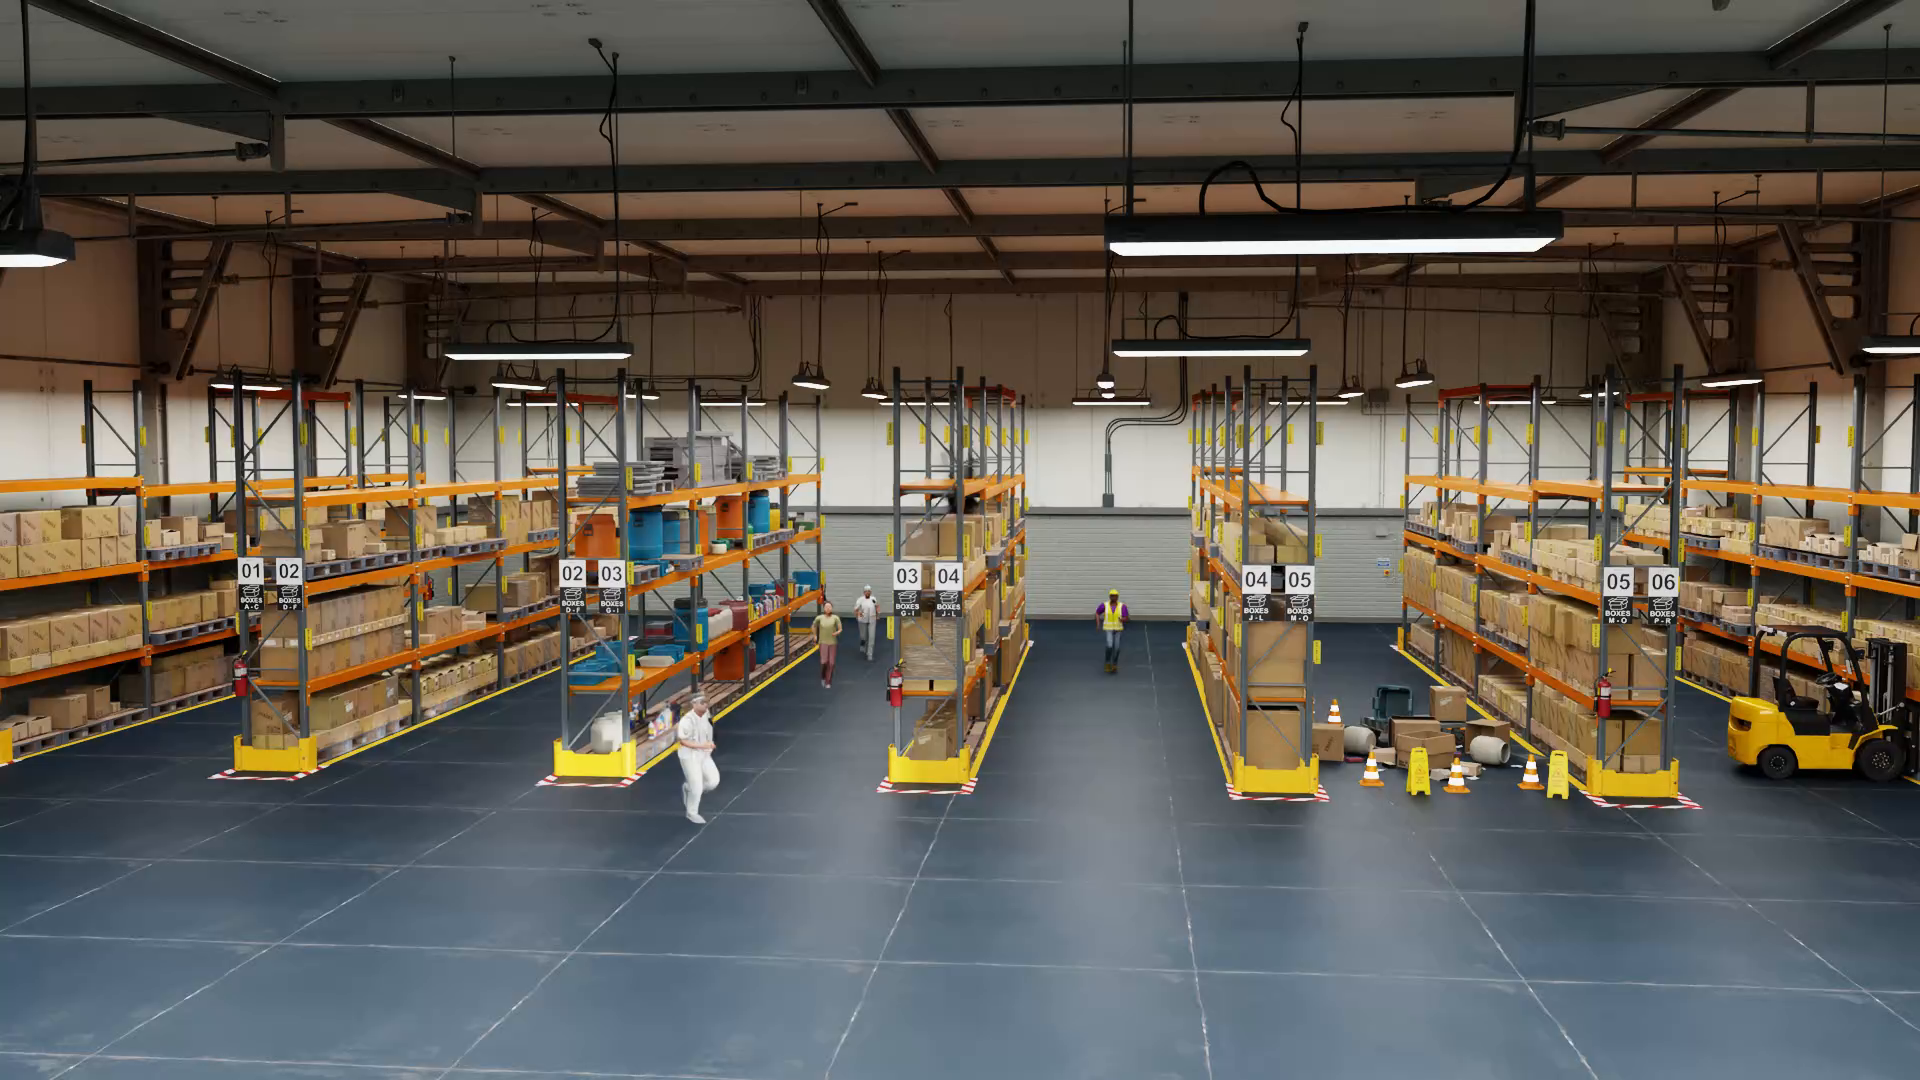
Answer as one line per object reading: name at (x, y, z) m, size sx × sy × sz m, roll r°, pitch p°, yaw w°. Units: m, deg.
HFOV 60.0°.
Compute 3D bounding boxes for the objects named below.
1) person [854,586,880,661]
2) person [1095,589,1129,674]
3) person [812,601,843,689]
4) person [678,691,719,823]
person at (-2.087, 1.858, 37.494) m, size 0.607 × 1.659 × 0.840 m, roll -1°, pitch 4°, yaw -11°
person at (3.240, 1.937, 35.213) m, size 0.672 × 1.785 × 0.720 m, roll 0°, pitch 4°, yaw -4°
person at (-2.467, 1.964, 31.010) m, size 0.566 × 1.653 × 0.547 m, roll -1°, pitch 4°, yaw -9°
person at (-3.365, 2.808, 21.581) m, size 0.672 × 1.731 × 0.706 m, roll 2°, pitch 4°, yaw 33°
